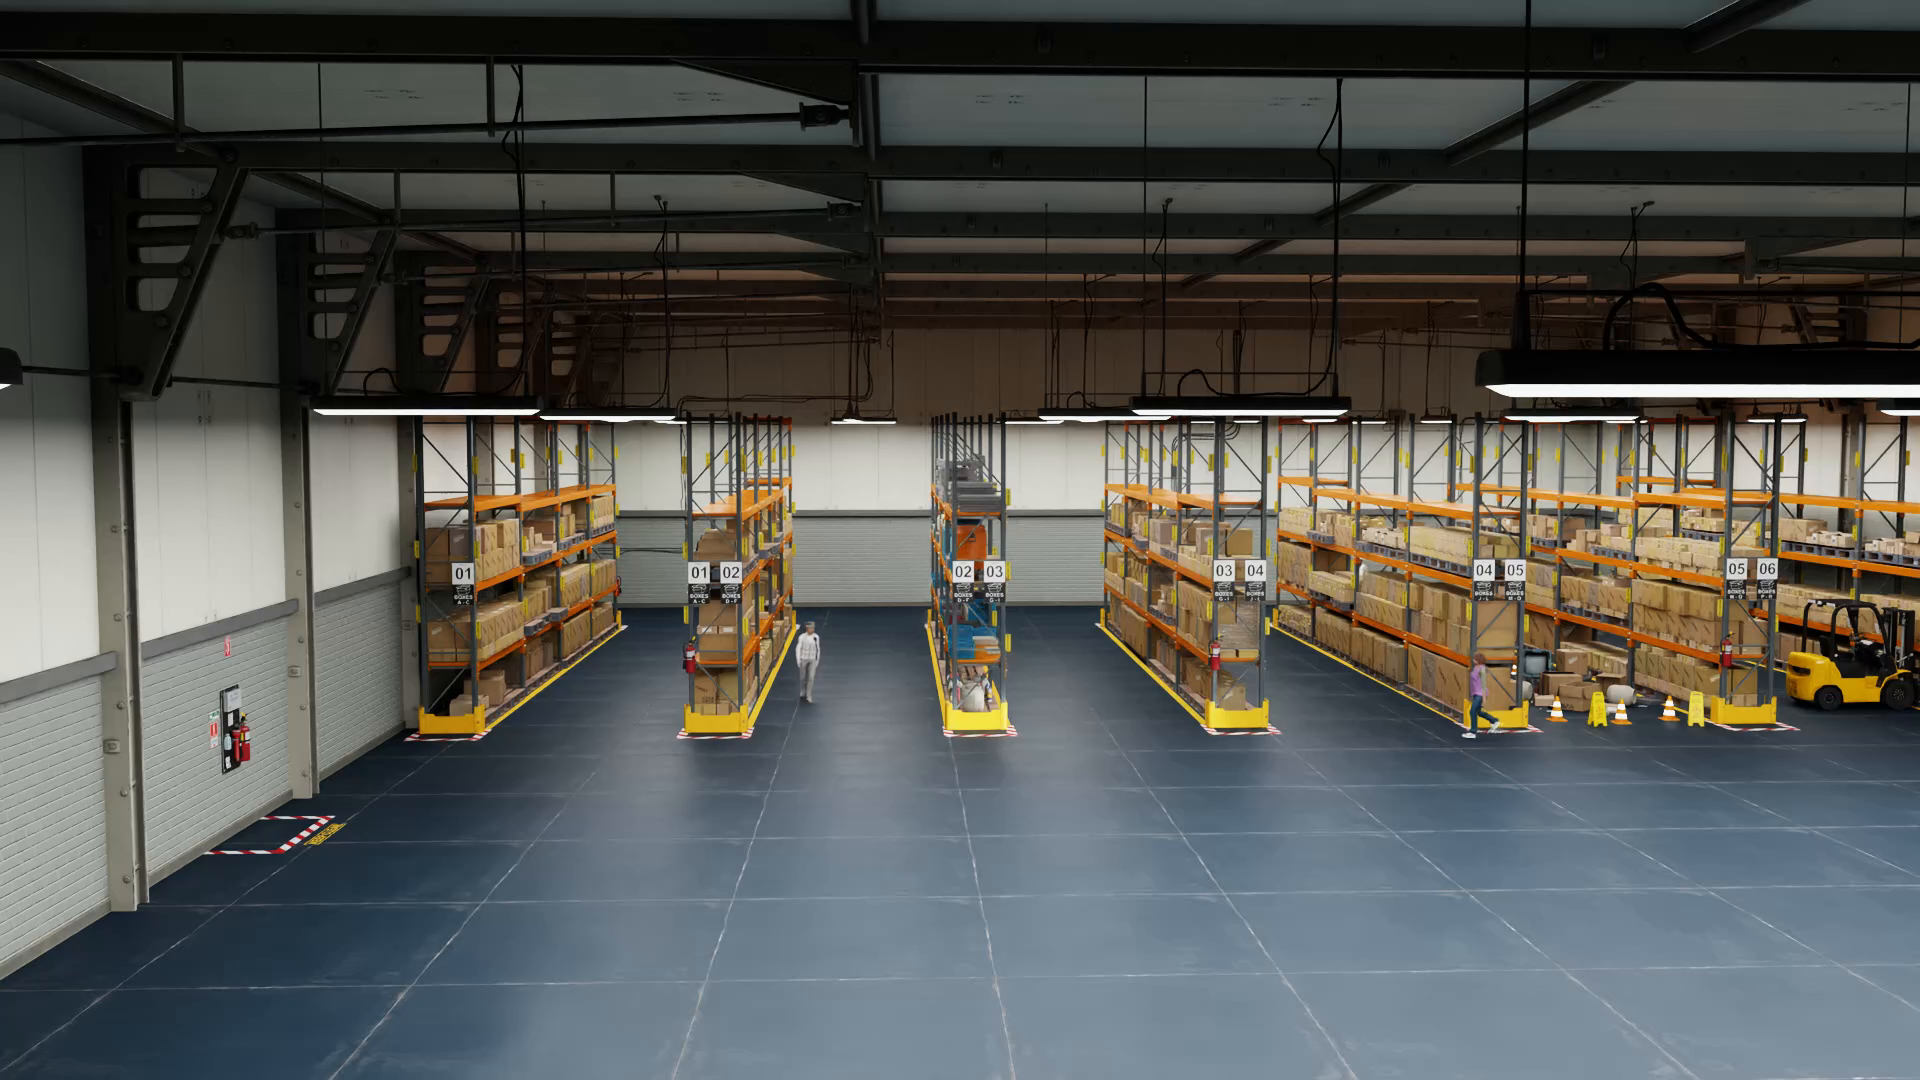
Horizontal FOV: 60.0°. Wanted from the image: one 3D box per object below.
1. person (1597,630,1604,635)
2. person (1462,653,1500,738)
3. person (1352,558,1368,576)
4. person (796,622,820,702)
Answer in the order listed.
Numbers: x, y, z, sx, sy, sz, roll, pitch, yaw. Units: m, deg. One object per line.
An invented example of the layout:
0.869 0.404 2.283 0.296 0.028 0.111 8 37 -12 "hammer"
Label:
17.517 1.746 45.707 0.539 1.787 0.557 -2 4 -29 "person"
9.601 2.845 30.541 0.805 1.563 0.416 -1 4 -9 "person"
12.369 1.338 51.403 0.868 1.761 0.558 -3 5 -35 "person"
-3.180 2.539 34.896 0.562 1.673 0.744 -1 4 -19 "person"
